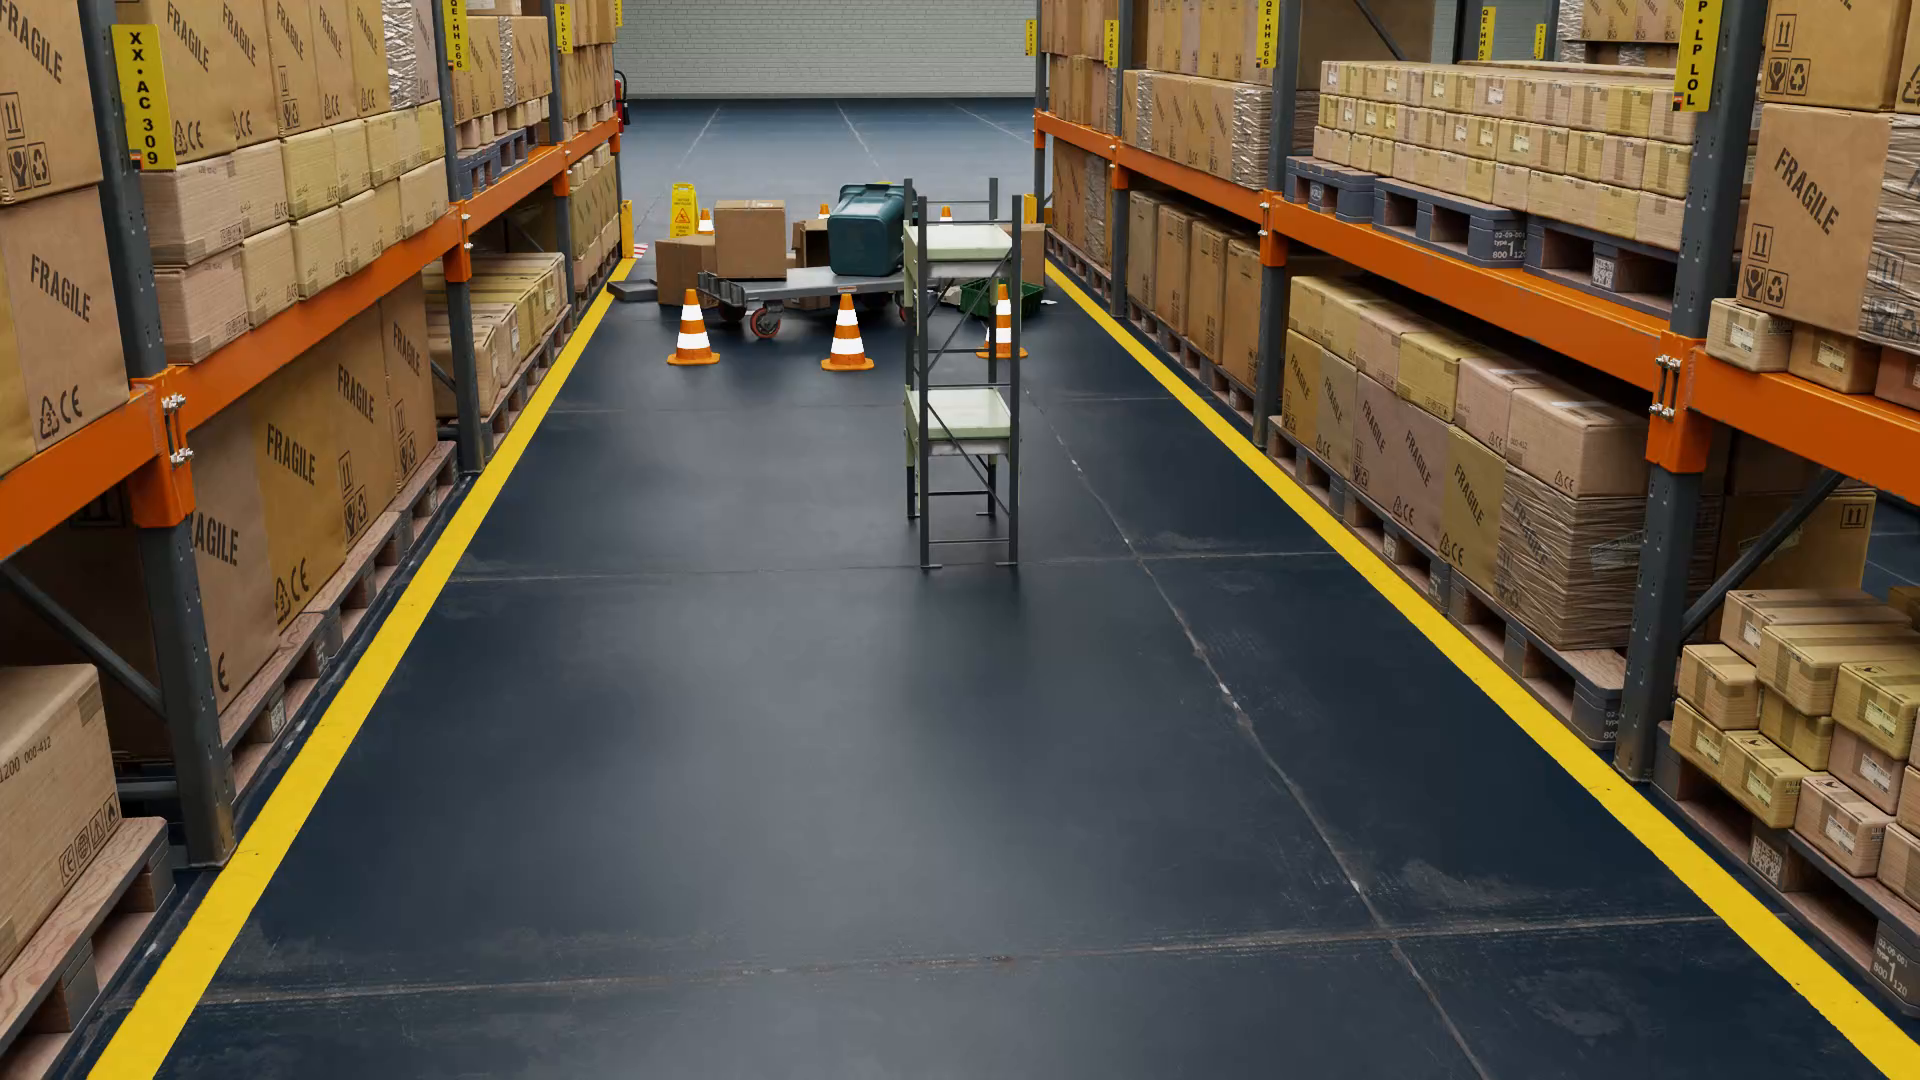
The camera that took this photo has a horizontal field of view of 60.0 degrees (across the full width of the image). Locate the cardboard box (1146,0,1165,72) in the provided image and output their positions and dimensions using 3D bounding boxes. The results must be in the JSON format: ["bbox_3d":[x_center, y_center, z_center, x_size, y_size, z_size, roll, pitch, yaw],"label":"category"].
[{"bbox_3d":[1.695,-3.504,11.496,0.700,0.500,0.500,-2,18,-7],"label":"cardboard box"}]

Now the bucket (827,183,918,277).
[{"bbox_3d":[-0.669,-2.260,12.296,0.726,0.611,0.620,4,28,13],"label":"bucket"}]

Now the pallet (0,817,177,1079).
[{"bbox_3d":[-2.450,0.998,3.644,1.003,0.211,1.213,-2,18,-6],"label":"pallet"}]

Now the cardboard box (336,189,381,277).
[{"bbox_3d":[-2.367,-1.085,5.876,0.500,0.250,0.500,-2,18,-7],"label":"cardboard box"}]

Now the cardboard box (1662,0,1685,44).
[{"bbox_3d":[6.158,-4.341,13.663,0.500,0.500,0.500,-2,18,-6],"label":"cardboard box"}]

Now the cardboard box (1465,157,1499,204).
[{"bbox_3d":[2.088,-1.325,6.107,0.380,0.149,0.250,-1,17,-3],"label":"cardboard box"}]

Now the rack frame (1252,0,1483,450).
[{"bbox_3d":[2.050,-1.936,8.335,1.000,3.000,0.127,-2,18,-6],"label":"rack frame"}]

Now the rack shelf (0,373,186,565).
[{"bbox_3d":[-2.244,0.378,2.166,1.077,0.370,4.000,-2,18,-6],"label":"rack shelf"}]

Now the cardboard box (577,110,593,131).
[{"bbox_3d":[-3.111,-3.310,13.131,0.380,0.149,0.250,-2,18,-5],"label":"cardboard box"}]

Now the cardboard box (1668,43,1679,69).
[{"bbox_3d":[6.429,-3.872,13.839,0.875,0.500,0.500,-2,18,-6],"label":"cardboard box"}]

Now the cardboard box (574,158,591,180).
[{"bbox_3d":[-3.076,-2.876,12.886,0.380,0.149,0.250,-1,17,-4],"label":"cardboard box"}]

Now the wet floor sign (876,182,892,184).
[{"bbox_3d":[-0.747,-3.143,16.112,0.267,0.644,0.232,-5,18,-15],"label":"wet floor sign"}]

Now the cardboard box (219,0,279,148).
[{"bbox_3d":[-2.290,-1.376,4.717,0.500,0.500,0.500,-2,18,-6],"label":"cardboard box"}]

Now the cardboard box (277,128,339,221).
[{"bbox_3d":[-2.322,-1.173,5.322,0.500,0.250,0.500,-2,17,-5],"label":"cardboard box"}]

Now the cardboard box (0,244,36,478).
[{"bbox_3d":[-2.089,-0.325,3.038,0.500,0.500,0.500,-2,18,-7],"label":"cardboard box"}]

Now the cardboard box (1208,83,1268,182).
[{"bbox_3d":[1.687,-2.258,9.194,0.500,0.500,0.500,-2,18,-6],"label":"cardboard box"}]

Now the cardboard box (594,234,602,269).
[{"bbox_3d":[-3.191,-2.334,13.492,0.500,0.250,0.500,-2,18,-6],"label":"cardboard box"}]

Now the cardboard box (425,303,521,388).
[{"bbox_3d":[-2.995,-1.088,9.319,0.950,0.372,0.625,-2,18,-7],"label":"cardboard box"}]

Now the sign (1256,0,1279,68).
[{"bbox_3d":[1.499,-2.470,8.104,0.100,0.325,0.005,-2,18,-6],"label":"sign"}]

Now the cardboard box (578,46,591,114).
[{"bbox_3d":[-3.157,-3.573,12.885,0.500,0.500,0.500,-2,18,-6],"label":"cardboard box"}]

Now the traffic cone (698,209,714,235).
[{"bbox_3d":[-2.360,-2.838,15.443,0.336,0.463,0.334,-2,18,-6],"label":"traffic cone"}]

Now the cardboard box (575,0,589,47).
[{"bbox_3d":[-3.136,-3.902,12.264,0.700,0.500,0.500,-2,18,-5],"label":"cardboard box"}]

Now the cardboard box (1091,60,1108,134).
[{"bbox_3d":[1.509,-3.472,12.977,0.875,0.550,0.550,-2,18,-6],"label":"cardboard box"}]

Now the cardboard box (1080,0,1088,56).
[{"bbox_3d":[1.480,-4.308,13.839,0.875,0.550,0.500,-2,18,-6],"label":"cardboard box"}]

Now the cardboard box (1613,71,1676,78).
[{"bbox_3d":[2.714,-1.705,6.326,0.380,0.149,0.250,-1,17,-4],"label":"cardboard box"}]

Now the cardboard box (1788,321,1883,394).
[{"bbox_3d":[2.267,-0.455,4.038,0.380,0.149,0.250,-1,17,-4],"label":"cardboard box"}]

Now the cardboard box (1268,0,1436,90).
[{"bbox_3d":[2.014,-2.594,8.597,0.700,0.500,0.500,-2,18,-6],"label":"cardboard box"}]

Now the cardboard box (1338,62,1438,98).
[{"bbox_3d":[1.936,-2.076,7.508,0.380,0.149,0.250,-2,18,-7],"label":"cardboard box"}]

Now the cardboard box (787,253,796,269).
[{"bbox_3d":[-1.544,-2.448,14.726,0.380,0.149,0.250,8,19,23],"label":"cardboard box"}]

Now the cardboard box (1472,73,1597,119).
[{"bbox_3d":[2.094,-1.610,6.023,0.380,0.149,0.250,-3,18,-8],"label":"cardboard box"}]

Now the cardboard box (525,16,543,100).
[{"bbox_3d":[-2.947,-3.056,10.539,0.500,0.500,0.500,-2,18,-5],"label":"cardboard box"}]

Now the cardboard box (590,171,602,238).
[{"bbox_3d":[-3.186,-2.688,13.370,0.500,0.500,0.500,-1,17,-3],"label":"cardboard box"}]

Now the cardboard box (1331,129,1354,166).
[{"bbox_3d":[1.923,-1.797,7.611,0.380,0.149,0.250,-1,17,-3],"label":"cardboard box"}]

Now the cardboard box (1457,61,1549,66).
[{"bbox_3d":[2.557,-2.168,7.800,0.380,0.149,0.250,-2,18,-8],"label":"cardboard box"}]

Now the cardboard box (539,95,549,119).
[{"bbox_3d":[-2.948,-2.880,11.062,0.380,0.149,0.250,-2,17,-5],"label":"cardboard box"}]

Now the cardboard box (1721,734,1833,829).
[{"bbox_3d":[2.208,0.614,4.273,0.380,0.149,0.250,-1,17,-4],"label":"cardboard box"}]

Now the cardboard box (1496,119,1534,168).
[{"bbox_3d":[2.116,-1.390,5.819,0.380,0.149,0.250,-3,18,-8],"label":"cardboard box"}]

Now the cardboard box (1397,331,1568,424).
[{"bbox_3d":[2.026,-0.634,6.409,0.500,0.250,0.500,-3,18,-8],"label":"cardboard box"}]

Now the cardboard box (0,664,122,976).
[{"bbox_3d":[-2.492,0.652,3.670,0.875,0.438,0.875,-2,18,-6],"label":"cardboard box"}]

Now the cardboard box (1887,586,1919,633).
[{"bbox_3d":[2.759,0.230,4.502,0.380,0.149,0.250,-1,17,-4],"label":"cardboard box"}]

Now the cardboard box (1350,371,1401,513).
[{"bbox_3d":[1.983,-0.422,6.987,0.500,0.500,0.500,-2,18,-7],"label":"cardboard box"}]

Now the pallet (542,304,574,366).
[{"bbox_3d":[-3.194,-1.382,11.227,1.003,0.211,1.213,-2,18,-6],"label":"pallet"}]

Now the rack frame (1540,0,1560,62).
[{"bbox_3d":[6.169,-4.442,16.319,1.000,3.000,0.127,-2,18,-6],"label":"rack frame"}]

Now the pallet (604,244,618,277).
[{"bbox_3d":[-3.631,-2.540,14.915,1.003,0.211,1.213,-2,18,-6],"label":"pallet"}]

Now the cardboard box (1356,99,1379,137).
[{"bbox_3d":[1.961,-1.848,7.276,0.380,0.149,0.250,-2,18,-7],"label":"cardboard box"}]

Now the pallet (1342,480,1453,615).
[{"bbox_3d":[2.252,-0.010,6.856,1.003,0.211,1.213,-2,18,-6],"label":"pallet"}]

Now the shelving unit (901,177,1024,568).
[{"bbox_3d":[-0.001,-0.718,6.959,0.431,1.500,0.755,-2,18,-6],"label":"shelving unit"}]

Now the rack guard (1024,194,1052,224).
[{"bbox_3d":[1.223,-3.134,16.324,1.175,0.500,0.348,-2,18,-6],"label":"rack guard"}]

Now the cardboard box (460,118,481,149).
[{"bbox_3d":[-2.689,-2.104,8.589,0.380,0.149,0.250,-3,18,-9],"label":"cardboard box"}]

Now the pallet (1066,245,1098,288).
[{"bbox_3d":[1.508,-2.390,14.438,1.003,0.211,1.213,-2,18,-6],"label":"pallet"}]

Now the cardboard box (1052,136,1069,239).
[{"bbox_3d":[1.361,-3.306,15.545,0.875,0.875,0.875,-2,18,-5],"label":"cardboard box"}]
